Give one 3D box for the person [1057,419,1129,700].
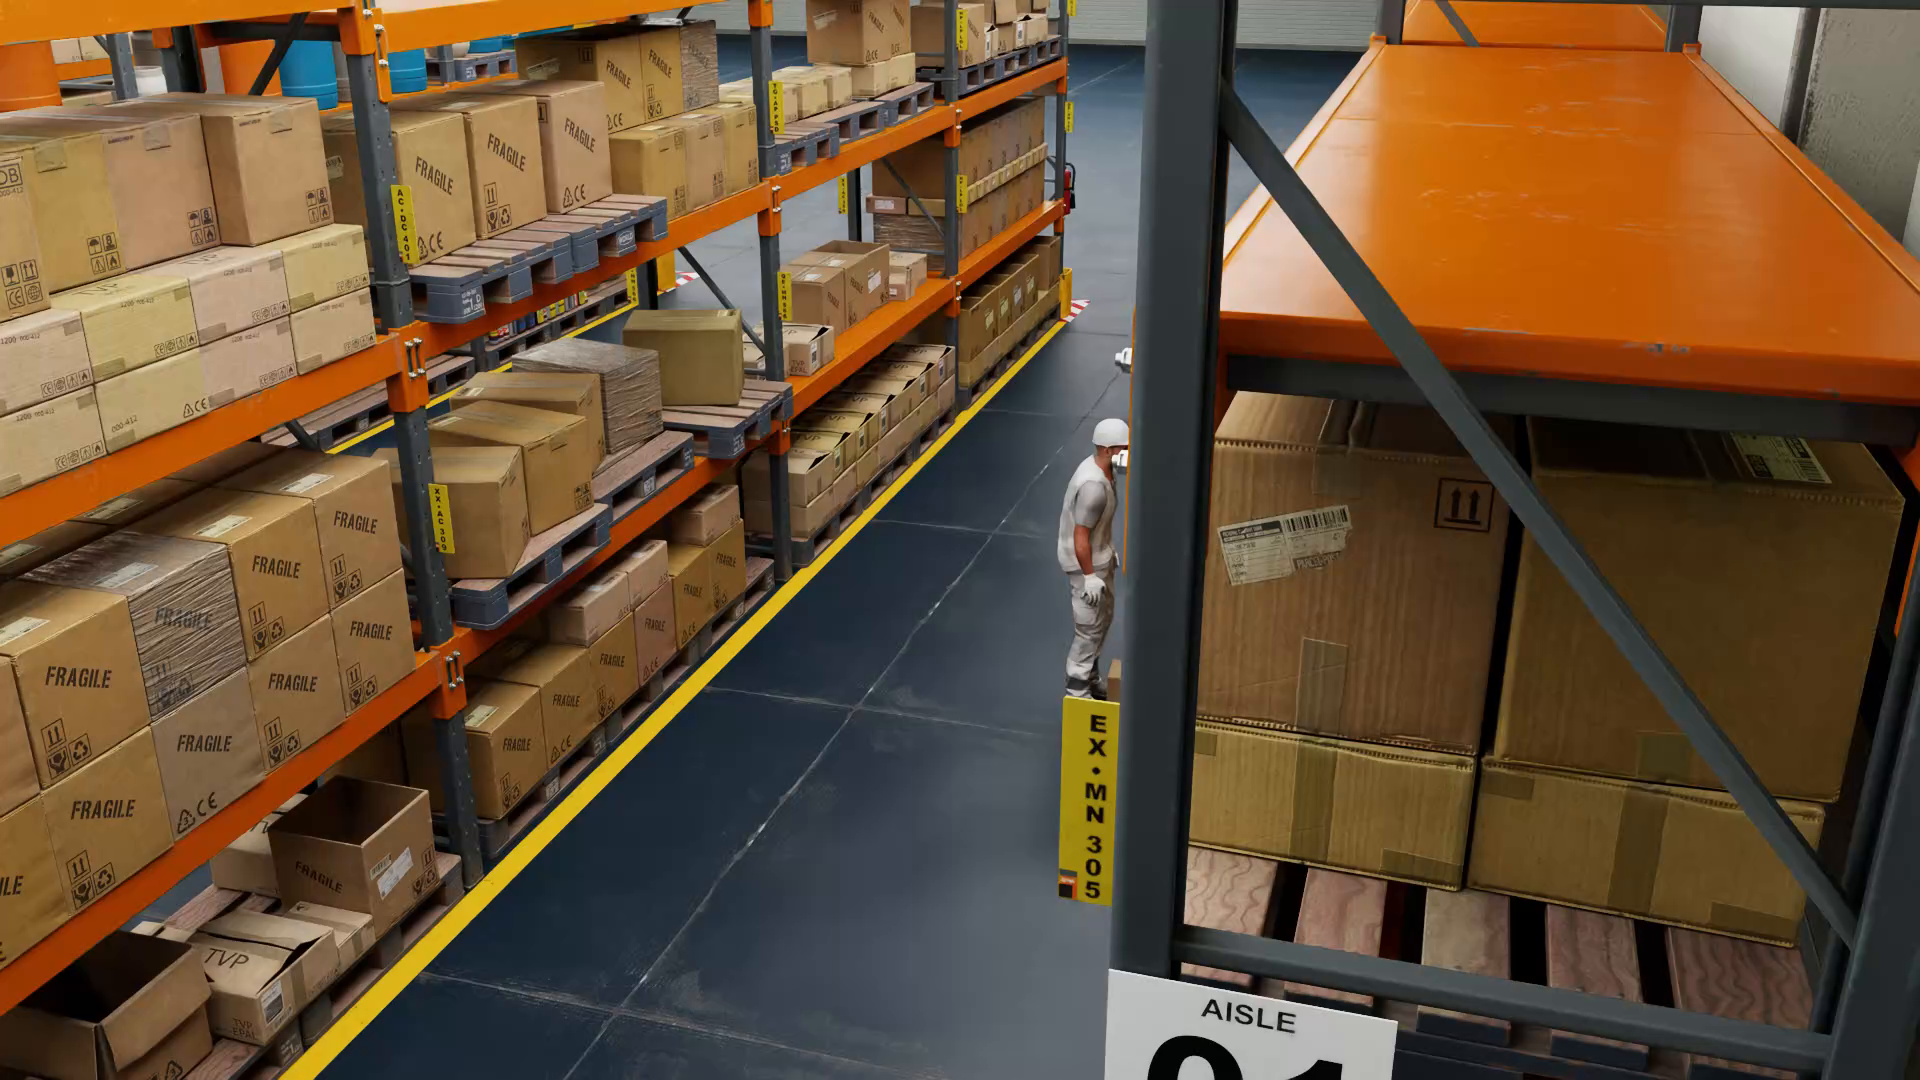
[{"bbox_3d":[0.801,0.150,9.692,0.453,1.779,0.621,6,22,14],"label":"person"}]
